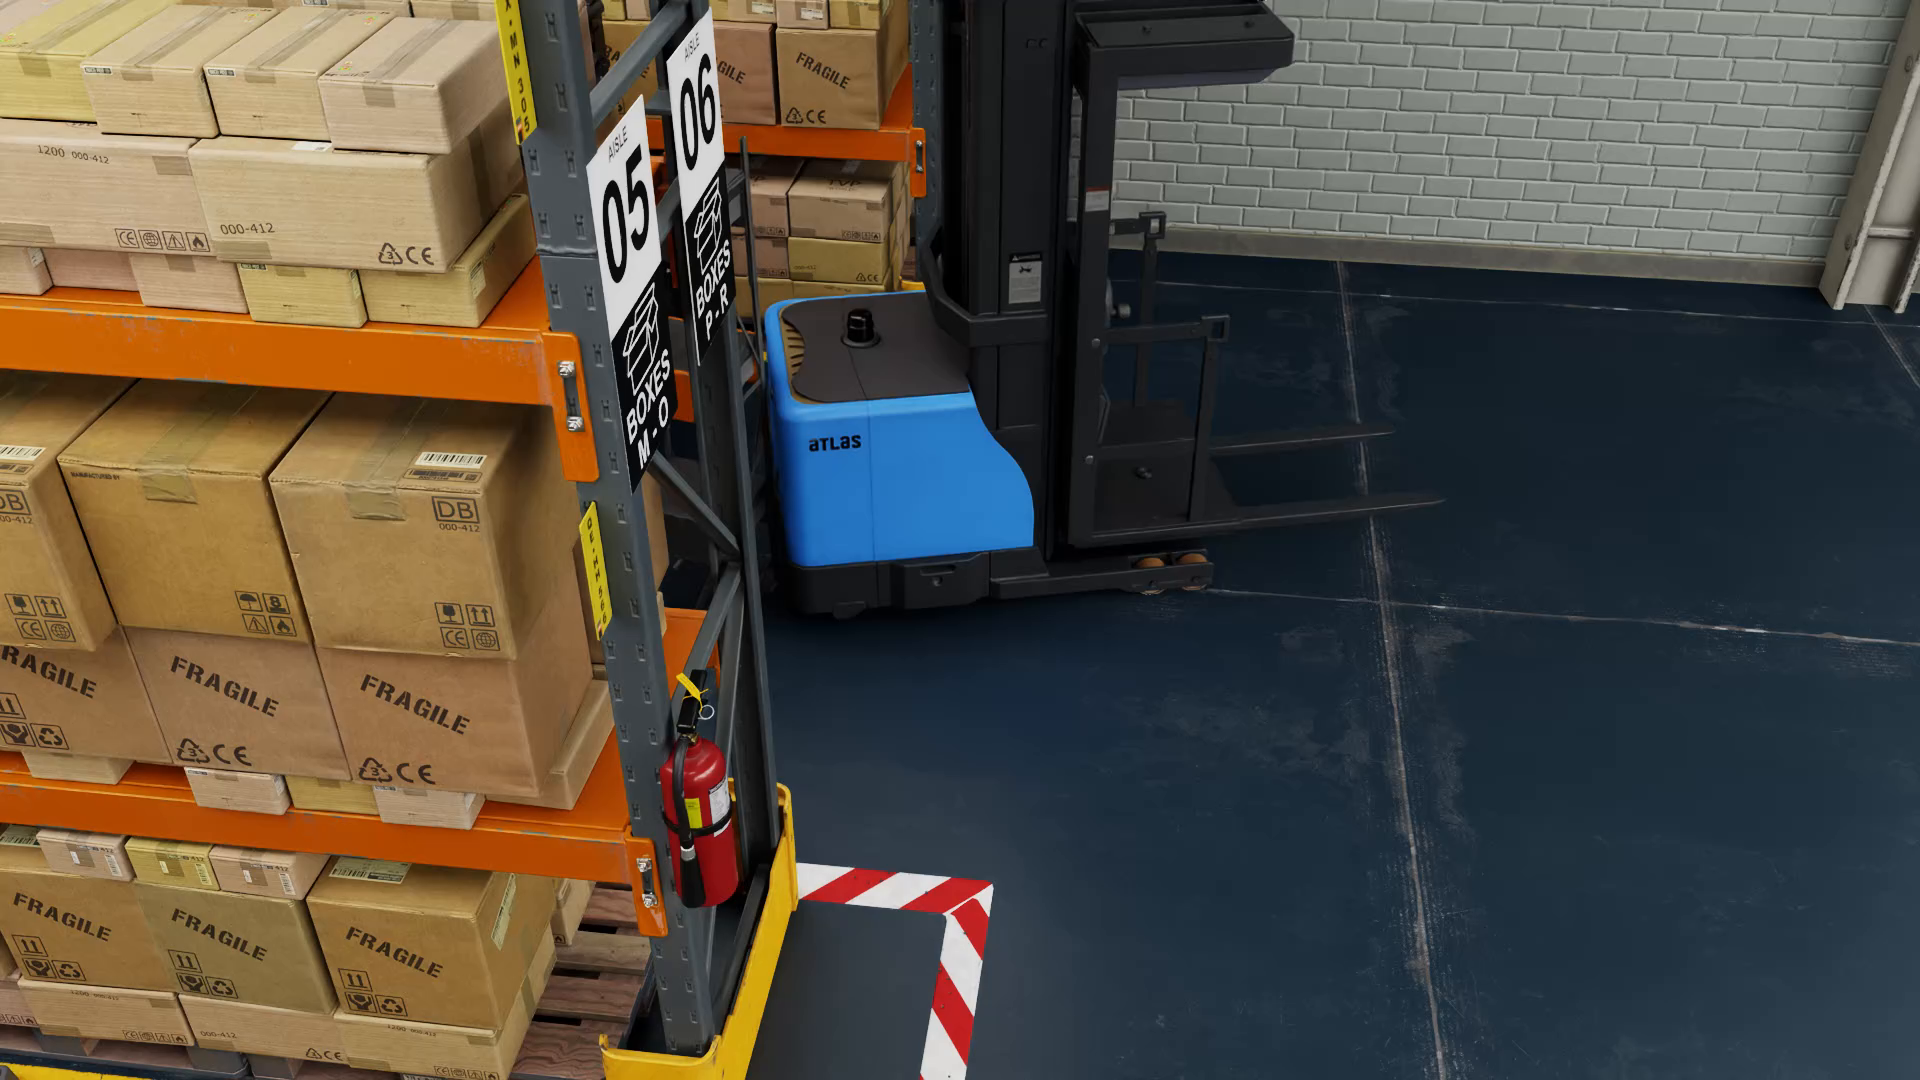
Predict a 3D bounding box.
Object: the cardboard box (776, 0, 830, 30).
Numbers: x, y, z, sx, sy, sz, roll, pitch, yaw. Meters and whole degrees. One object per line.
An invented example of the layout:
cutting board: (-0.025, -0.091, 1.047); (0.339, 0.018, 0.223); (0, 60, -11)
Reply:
cardboard box: (-0.748, -2.676, 8.273); (0.250, 0.149, 0.380); (5, 36, 7)

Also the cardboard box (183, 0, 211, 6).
cardboard box: (-1.798, -1.357, 4.017); (0.250, 0.149, 0.380); (4, 36, 6)

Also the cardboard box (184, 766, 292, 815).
cardboard box: (-1.914, 0.565, 4.592); (0.250, 0.149, 0.380); (5, 36, 7)

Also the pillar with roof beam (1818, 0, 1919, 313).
pillar with roof beam: (4.716, -2.593, 3.638); (0.400, 9.000, 9.100); (4, 36, 6)

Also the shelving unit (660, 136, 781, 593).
shelving unit: (-1.111, -0.611, 6.799); (0.503, 2.100, 0.431); (12, 37, 17)

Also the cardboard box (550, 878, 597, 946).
cardboard box: (-1.504, 1.084, 5.654); (0.500, 0.250, 0.500); (4, 36, 6)

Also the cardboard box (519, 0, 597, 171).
cardboard box: (-1.204, -1.117, 4.023); (0.500, 0.250, 0.500); (4, 36, 5)

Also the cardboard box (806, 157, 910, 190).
cardboard box: (-0.564, -2.109, 9.267); (0.500, 0.250, 0.500); (4, 36, 5)

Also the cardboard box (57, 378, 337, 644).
cardboard box: (-1.775, -0.167, 4.200); (0.500, 0.500, 0.700); (5, 36, 6)

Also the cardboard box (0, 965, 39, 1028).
cardboard box: (-3.099, 1.277, 5.384); (0.500, 0.250, 0.500); (4, 36, 5)

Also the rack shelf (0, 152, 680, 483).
rack shelf: (-2.723, -0.721, 4.215); (4.000, 0.370, 1.077); (4, 36, 6)

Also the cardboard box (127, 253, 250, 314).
cardboard box: (-1.639, -0.668, 3.737); (0.250, 0.149, 0.380); (5, 36, 7)

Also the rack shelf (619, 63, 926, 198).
rack shelf: (-2.095, -2.360, 9.094); (4.000, 0.370, 1.077); (4, 36, 6)

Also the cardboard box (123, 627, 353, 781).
cardboard box: (-1.809, 0.272, 4.444); (0.500, 0.500, 0.500); (4, 36, 6)

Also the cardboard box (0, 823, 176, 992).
cardboard box: (-2.585, 1.011, 5.111); (0.500, 0.500, 0.500); (3, 36, 5)

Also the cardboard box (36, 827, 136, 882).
cardboard box: (-2.450, 0.796, 4.855); (0.250, 0.149, 0.380); (6, 36, 8)

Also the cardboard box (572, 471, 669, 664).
cardboard box: (-1.174, -0.002, 4.828); (0.500, 0.500, 0.500); (4, 36, 5)

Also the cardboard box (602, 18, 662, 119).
cardboard box: (-1.654, -2.512, 8.602); (0.500, 0.500, 0.500); (4, 36, 5)

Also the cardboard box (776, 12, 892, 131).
cardboard box: (-0.633, -2.431, 8.488); (0.500, 0.500, 0.500); (4, 36, 5)

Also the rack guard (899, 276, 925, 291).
rack guard: (-0.087, -1.486, 9.402); (0.348, 0.500, 1.175); (4, 36, 6)

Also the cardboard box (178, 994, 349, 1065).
cardboard box: (-2.088, 1.356, 5.274); (0.500, 0.250, 0.500); (4, 36, 6)

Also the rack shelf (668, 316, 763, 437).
rack shelf: (-1.111, -0.600, 6.807); (0.480, 0.518, 0.431); (12, 37, 17)

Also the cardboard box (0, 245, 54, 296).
cardboard box: (-2.135, -0.716, 3.805); (0.250, 0.149, 0.380); (4, 36, 6)

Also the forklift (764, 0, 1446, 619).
forklift: (0.682, -1.247, 6.974); (3.031, 2.935, 1.130); (-5, 36, -7)

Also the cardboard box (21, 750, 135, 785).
cardboard box: (-2.415, 0.499, 4.685); (0.250, 0.149, 0.380); (4, 36, 5)

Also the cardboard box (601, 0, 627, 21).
cardboard box: (-1.766, -2.755, 8.384); (0.250, 0.149, 0.380); (5, 36, 6)

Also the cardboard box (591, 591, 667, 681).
cardboard box: (-1.050, 0.313, 4.946); (0.250, 0.149, 0.380); (4, 36, 6)

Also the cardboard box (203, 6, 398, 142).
cardboard box: (-1.364, -0.984, 3.495); (0.250, 0.149, 0.380); (5, 36, 7)

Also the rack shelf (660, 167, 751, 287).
rack shelf: (-1.111, -1.170, 6.400); (0.480, 0.518, 0.431); (12, 37, 17)

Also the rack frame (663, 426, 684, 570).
rack frame: (-1.339, -0.661, 6.869); (0.015, 2.100, 0.400); (12, 37, 17)

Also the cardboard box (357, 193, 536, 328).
cardboard box: (-1.129, -0.629, 3.683); (0.250, 0.149, 0.380); (4, 36, 6)

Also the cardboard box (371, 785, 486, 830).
cardboard box: (-1.403, 0.598, 4.546); (0.250, 0.149, 0.380); (4, 36, 5)

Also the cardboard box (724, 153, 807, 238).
cardboard box: (-1.115, -1.853, 8.909); (0.500, 0.250, 0.500); (5, 36, 7)

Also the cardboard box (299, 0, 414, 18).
cardboard box: (-1.318, -1.242, 3.855); (0.250, 0.149, 0.380); (4, 36, 6)

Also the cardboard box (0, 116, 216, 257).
cardboard box: (-1.779, -0.854, 3.656); (0.500, 0.250, 0.500); (4, 36, 5)

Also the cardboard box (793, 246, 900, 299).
cardboard box: (-0.617, -1.410, 9.148); (0.500, 0.250, 0.500); (5, 36, 6)

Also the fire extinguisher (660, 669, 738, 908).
fire extinguisher: (-0.685, 0.661, 4.309); (0.183, 0.674, 0.296); (4, 36, 6)

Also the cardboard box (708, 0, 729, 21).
cardboard box: (-1.242, -2.755, 8.384); (0.250, 0.149, 0.380); (4, 36, 6)

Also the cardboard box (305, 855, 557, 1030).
cardboard box: (-1.567, 1.089, 5.002); (0.500, 0.500, 0.500); (4, 36, 6)

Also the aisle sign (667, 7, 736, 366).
aisle sign: (-0.639, -0.877, 4.159); (0.004, 0.787, 0.394); (4, 36, 6)

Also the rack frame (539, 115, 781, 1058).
rack frame: (-0.740, 0.355, 4.670); (0.127, 3.000, 1.000); (4, 36, 6)

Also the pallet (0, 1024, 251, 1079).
pallet: (-2.823, 1.312, 5.730); (1.213, 0.211, 1.003); (4, 36, 6)

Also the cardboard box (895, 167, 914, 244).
cardboard box: (-0.551, -1.915, 9.426); (0.500, 0.250, 0.500); (5, 36, 7)

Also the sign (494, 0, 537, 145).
sign: (-0.830, -0.908, 3.096); (0.005, 0.325, 0.100); (4, 36, 6)

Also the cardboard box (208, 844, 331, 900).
cardboard box: (-1.940, 0.837, 4.797); (0.250, 0.149, 0.380); (5, 36, 7)

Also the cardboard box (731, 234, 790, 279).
cardboard box: (-1.130, -1.660, 9.068); (0.500, 0.250, 0.500); (4, 36, 5)

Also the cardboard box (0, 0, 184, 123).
cardboard box: (-1.864, -1.041, 3.574); (0.250, 0.149, 0.380); (4, 36, 6)
